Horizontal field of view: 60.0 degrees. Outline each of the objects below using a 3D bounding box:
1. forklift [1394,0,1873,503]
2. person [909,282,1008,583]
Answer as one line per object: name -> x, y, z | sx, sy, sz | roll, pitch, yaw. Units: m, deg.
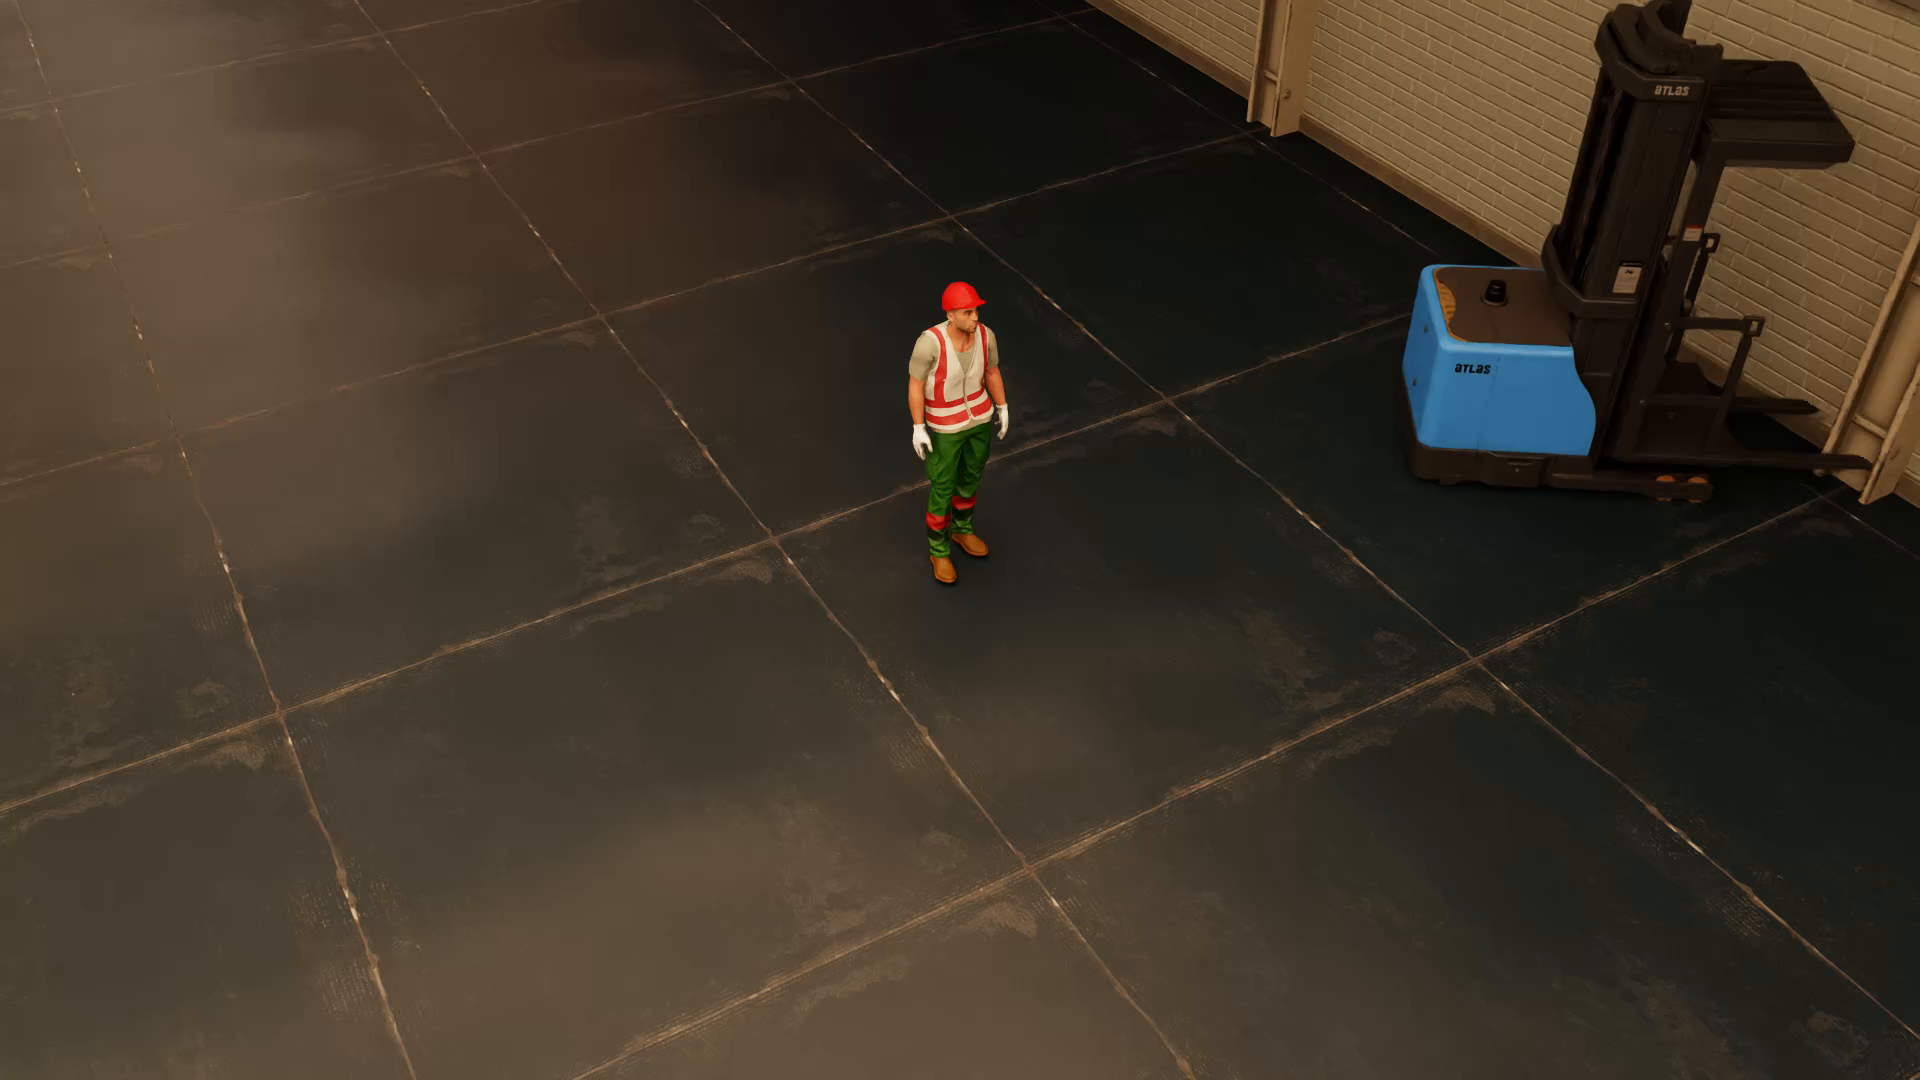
forklift -> 4.455, -1.721, 10.111 | 3.031, 2.935, 1.130 | 3, 40, 4
person -> 0.029, -0.646, 9.698 | 0.637, 1.787, 0.564 | -20, 44, -23
